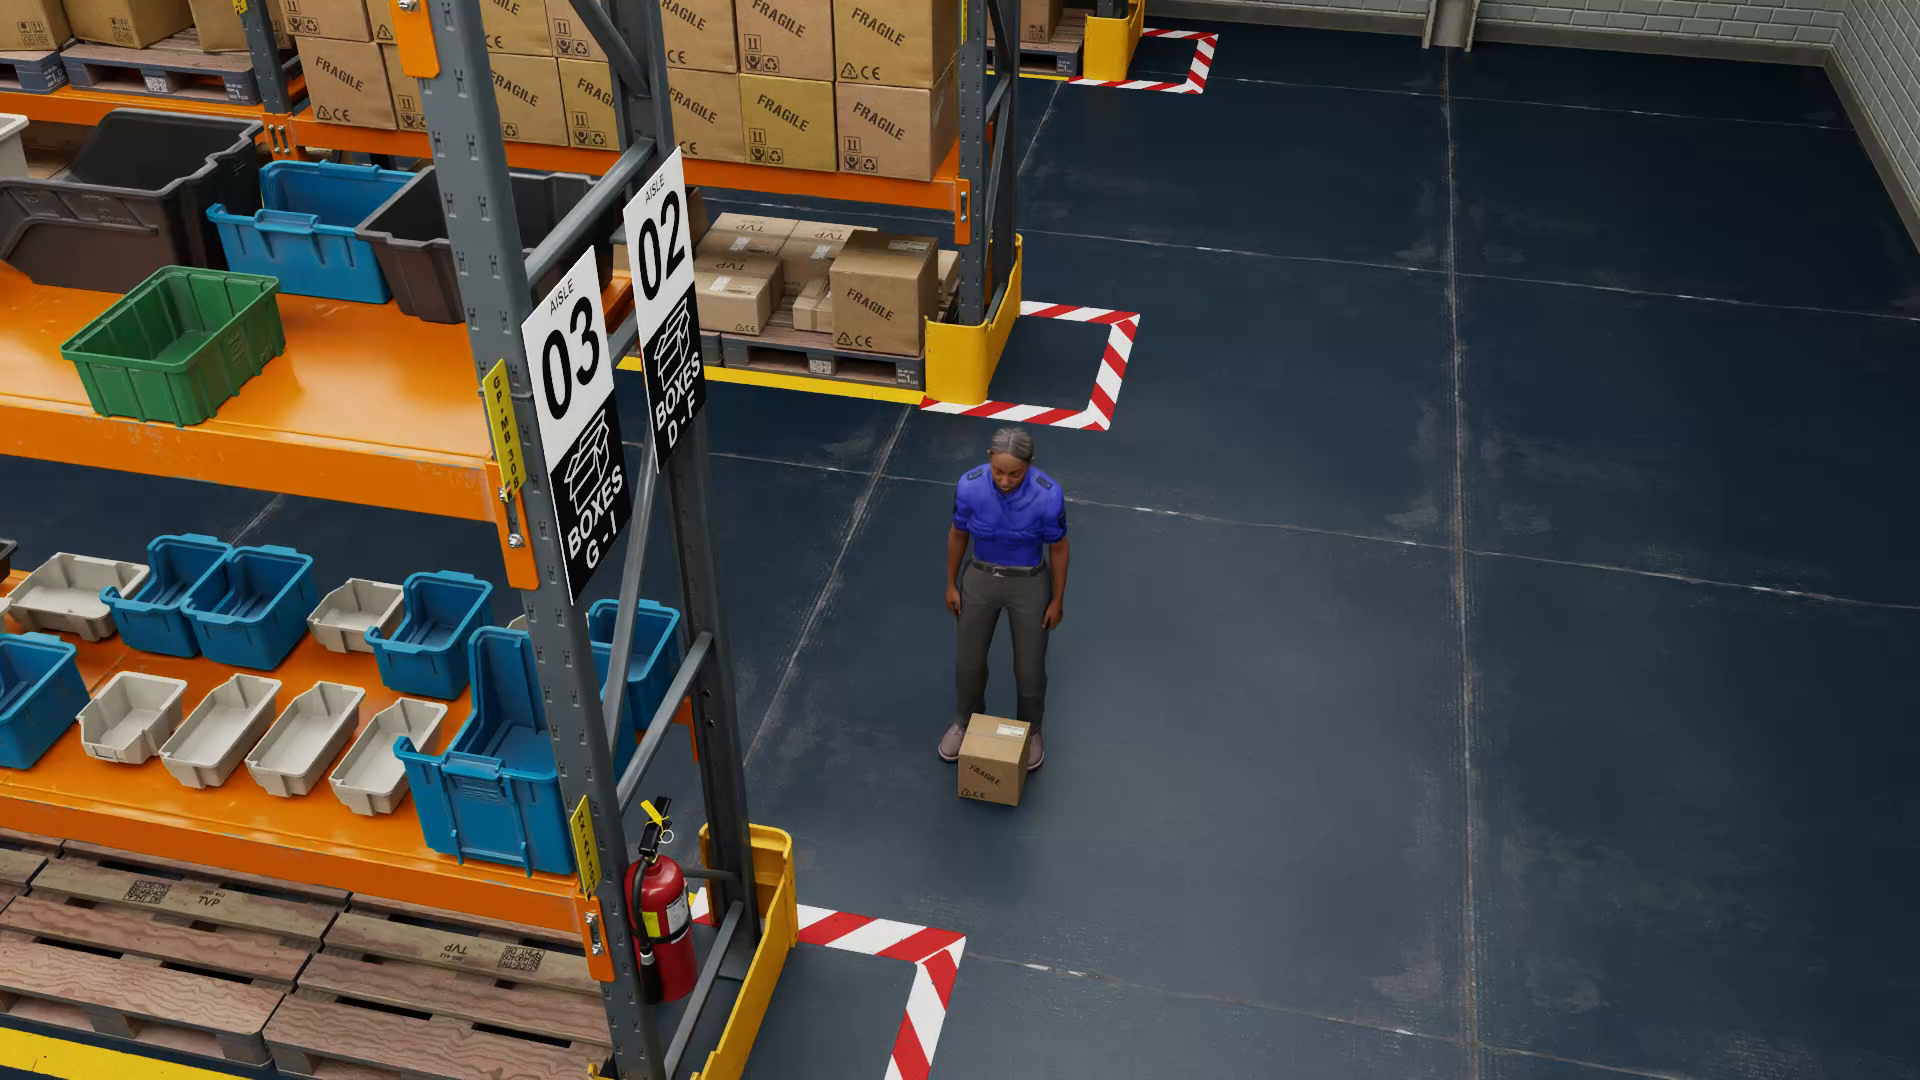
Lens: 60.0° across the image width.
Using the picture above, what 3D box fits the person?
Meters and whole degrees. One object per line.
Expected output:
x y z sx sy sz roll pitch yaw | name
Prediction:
0.177 0.210 6.687 0.503 1.654 0.348 7 37 9 | person
